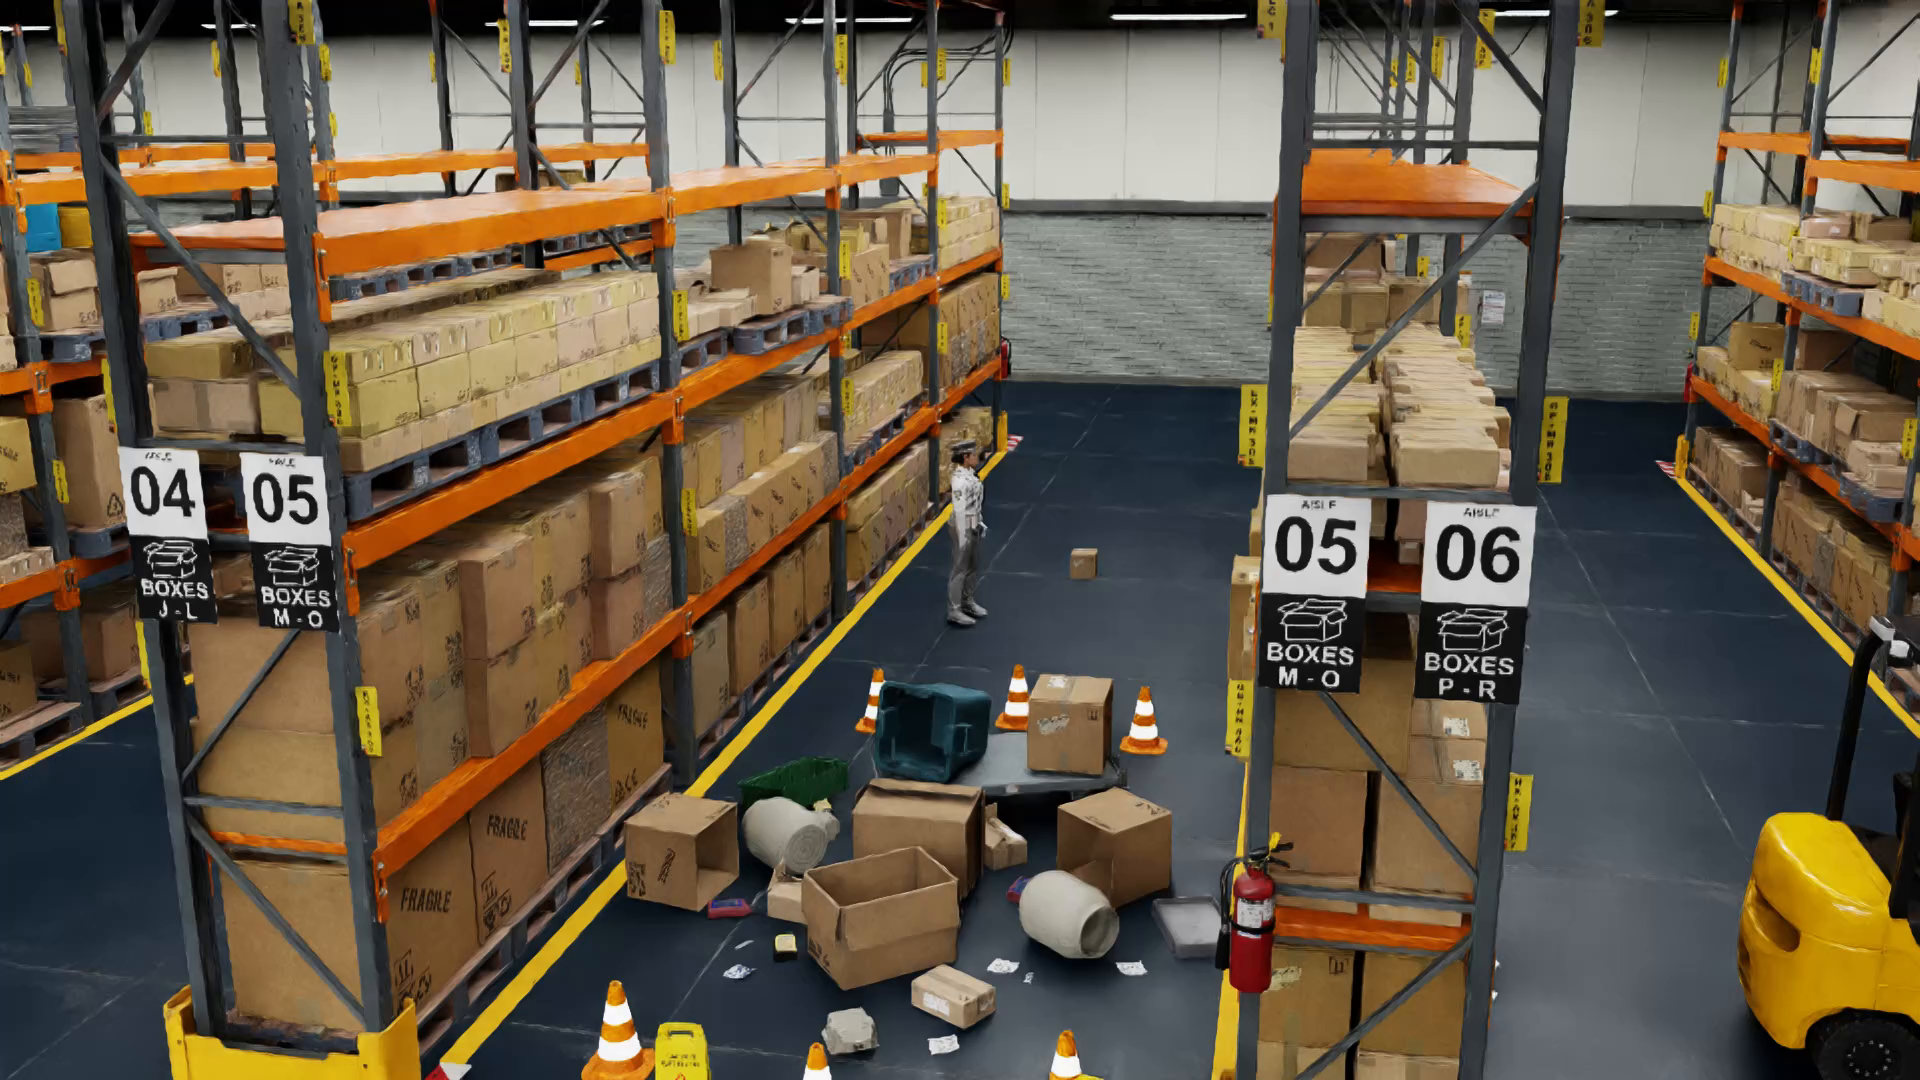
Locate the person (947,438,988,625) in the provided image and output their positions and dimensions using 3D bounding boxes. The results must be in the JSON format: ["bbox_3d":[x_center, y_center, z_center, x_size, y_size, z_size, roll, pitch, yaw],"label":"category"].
[{"bbox_3d":[0.063,-0.099,15.272,0.356,1.686,0.520,3,15,12],"label":"person"}]
